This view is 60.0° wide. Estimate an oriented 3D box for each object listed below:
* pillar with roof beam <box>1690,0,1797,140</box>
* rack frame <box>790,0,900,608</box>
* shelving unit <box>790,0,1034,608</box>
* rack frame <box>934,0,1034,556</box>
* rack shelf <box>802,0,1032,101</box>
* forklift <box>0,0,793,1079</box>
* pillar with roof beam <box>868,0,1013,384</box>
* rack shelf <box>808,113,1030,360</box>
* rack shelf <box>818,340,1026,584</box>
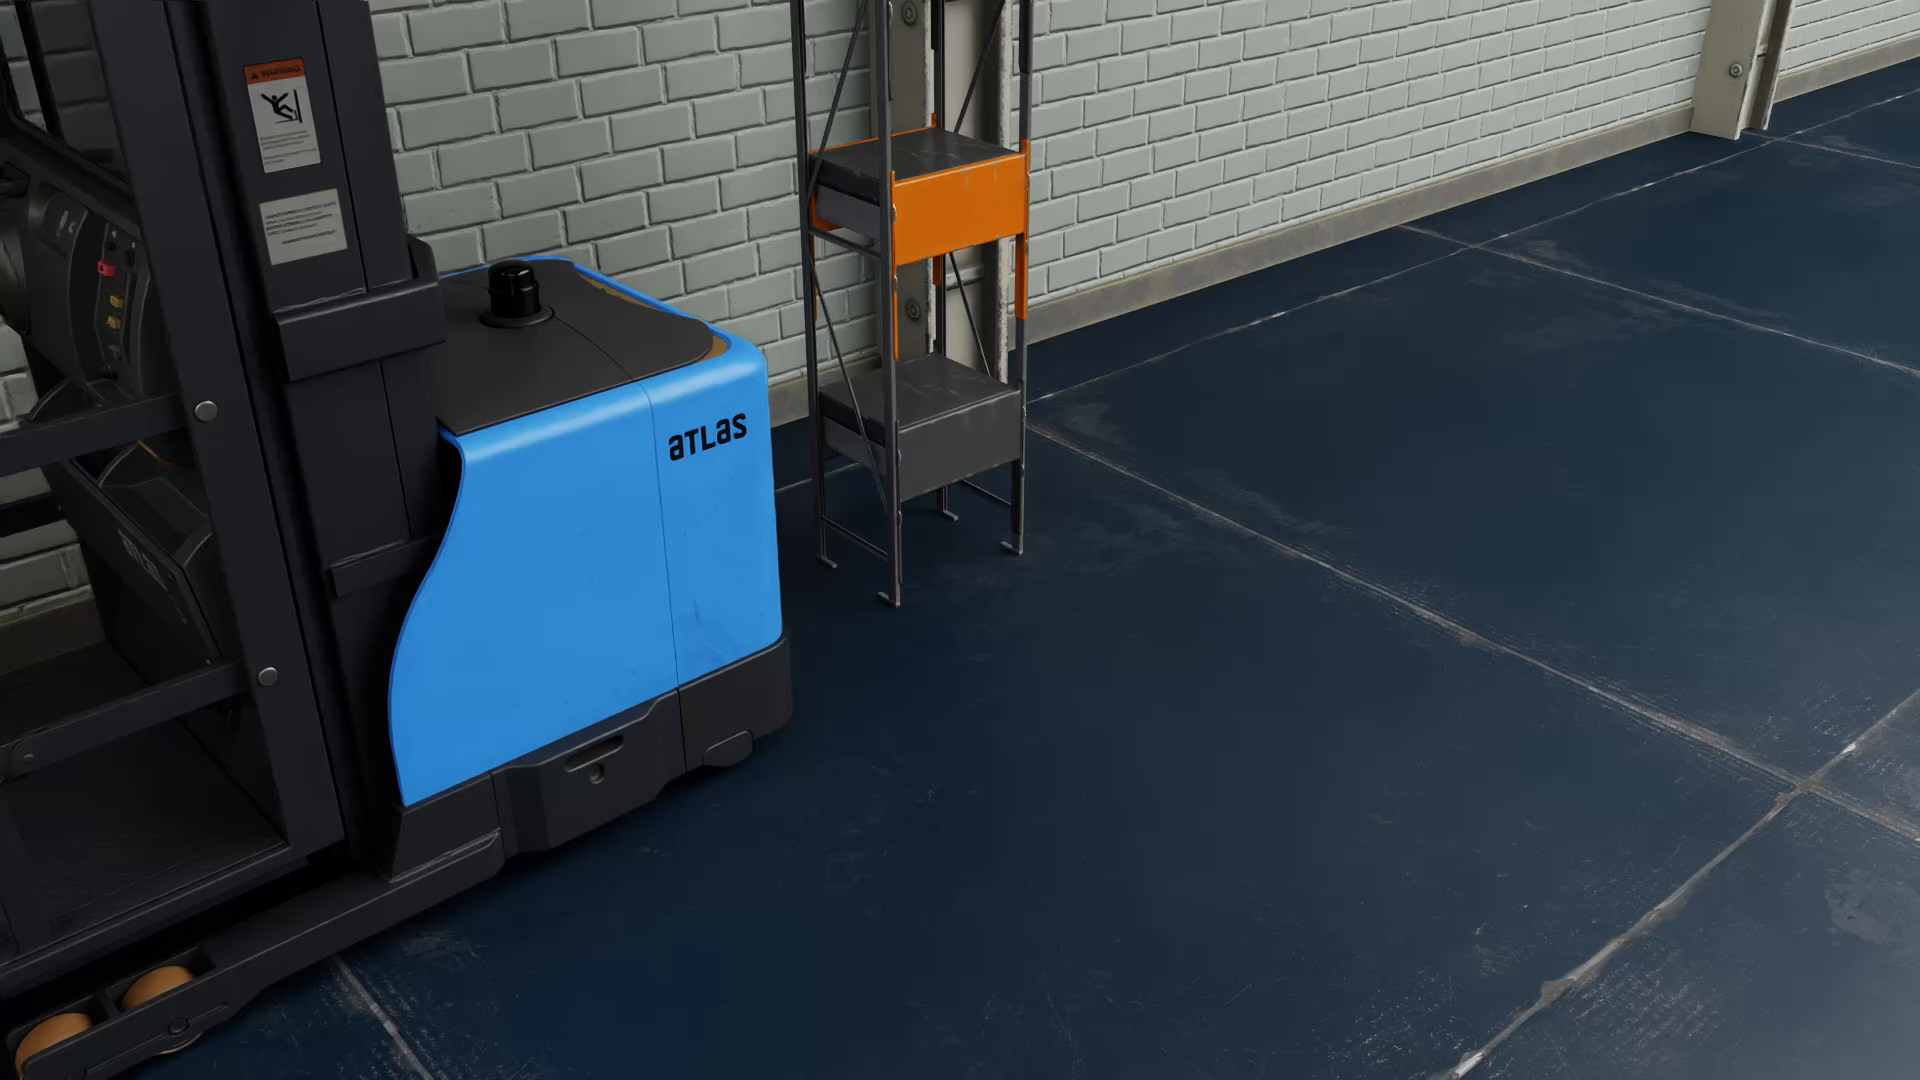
[{"bbox_3d":[7.293,-4.839,4.758,0.400,9.000,9.100,-22,35,-35],"label":"pillar with roof beam"},{"bbox_3d":[-0.312,-0.801,4.521,0.015,2.100,0.400,-22,35,-35],"label":"rack frame"},{"bbox_3d":[-0.126,-0.875,4.660,0.503,2.100,0.431,-22,35,-35],"label":"shelving unit"},{"bbox_3d":[0.060,-0.950,4.800,0.015,2.100,0.400,-22,35,-35],"label":"rack frame"},{"bbox_3d":[-0.126,-1.481,4.337,0.480,0.518,0.431,-22,35,-35],"label":"rack shelf"},{"bbox_3d":[-1.856,-0.484,3.045,3.031,2.935,1.130,-23,36,-37],"label":"forklift"},{"bbox_3d":[2.729,-3.004,1.324,0.400,9.000,9.100,-22,35,-35],"label":"pillar with roof beam"},{"bbox_3d":[-0.126,-0.863,4.667,0.480,0.518,0.431,-22,35,-35],"label":"rack shelf"},{"bbox_3d":[-0.126,-0.246,4.997,0.480,0.518,0.431,-22,35,-35],"label":"rack shelf"}]
